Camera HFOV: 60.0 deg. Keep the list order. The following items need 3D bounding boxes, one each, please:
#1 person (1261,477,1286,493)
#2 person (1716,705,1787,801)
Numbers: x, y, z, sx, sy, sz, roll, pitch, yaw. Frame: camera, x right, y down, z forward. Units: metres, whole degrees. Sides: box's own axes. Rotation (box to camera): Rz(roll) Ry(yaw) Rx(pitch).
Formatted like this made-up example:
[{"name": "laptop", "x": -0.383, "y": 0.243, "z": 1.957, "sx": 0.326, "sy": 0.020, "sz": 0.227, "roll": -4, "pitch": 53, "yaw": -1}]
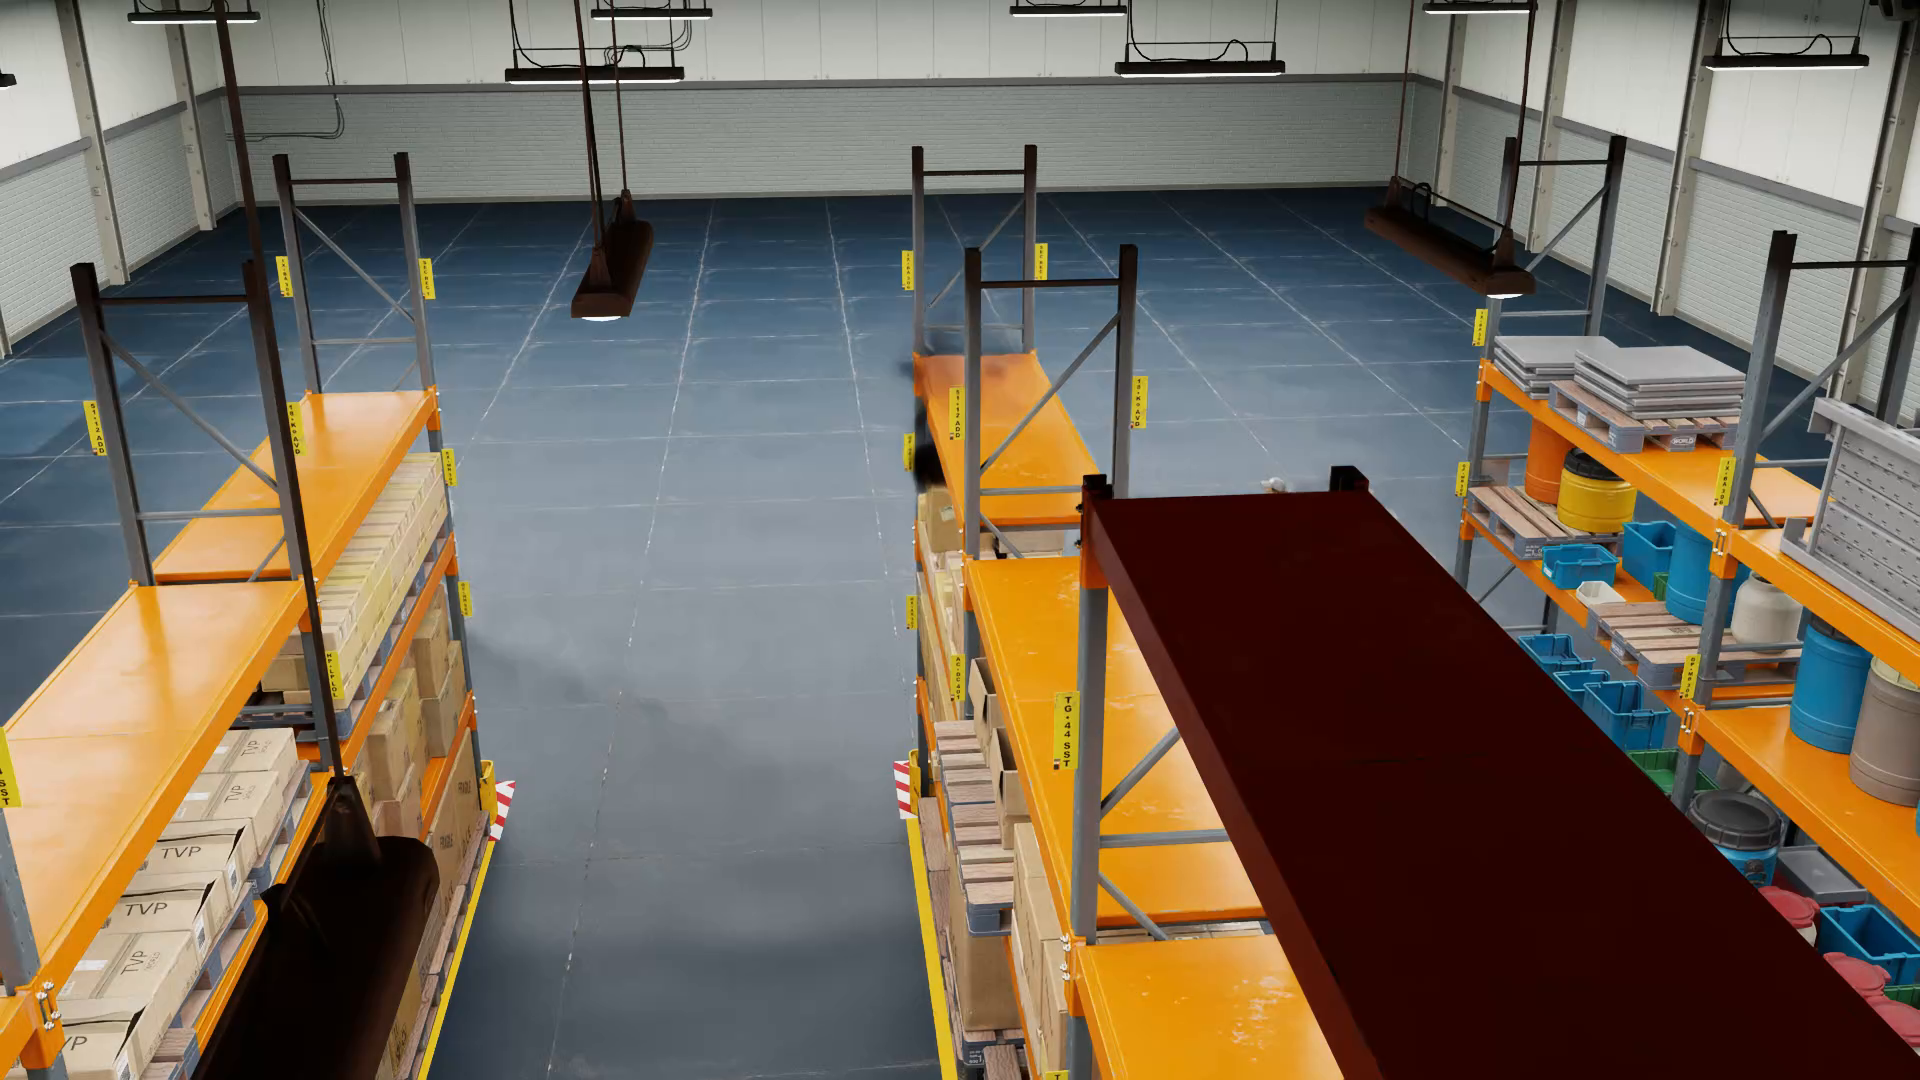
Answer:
[{"name": "person", "x": 3.607, "y": 0.038, "z": 19.372, "sx": 0.549, "sy": 1.627, "sz": 0.607, "roll": 6, "pitch": 22, "yaw": 14}, {"name": "person", "x": 6.872, "y": 1.905, "z": 14.477, "sx": 0.664, "sy": 1.730, "sz": 0.601, "roll": -5, "pitch": 22, "yaw": -12}]
